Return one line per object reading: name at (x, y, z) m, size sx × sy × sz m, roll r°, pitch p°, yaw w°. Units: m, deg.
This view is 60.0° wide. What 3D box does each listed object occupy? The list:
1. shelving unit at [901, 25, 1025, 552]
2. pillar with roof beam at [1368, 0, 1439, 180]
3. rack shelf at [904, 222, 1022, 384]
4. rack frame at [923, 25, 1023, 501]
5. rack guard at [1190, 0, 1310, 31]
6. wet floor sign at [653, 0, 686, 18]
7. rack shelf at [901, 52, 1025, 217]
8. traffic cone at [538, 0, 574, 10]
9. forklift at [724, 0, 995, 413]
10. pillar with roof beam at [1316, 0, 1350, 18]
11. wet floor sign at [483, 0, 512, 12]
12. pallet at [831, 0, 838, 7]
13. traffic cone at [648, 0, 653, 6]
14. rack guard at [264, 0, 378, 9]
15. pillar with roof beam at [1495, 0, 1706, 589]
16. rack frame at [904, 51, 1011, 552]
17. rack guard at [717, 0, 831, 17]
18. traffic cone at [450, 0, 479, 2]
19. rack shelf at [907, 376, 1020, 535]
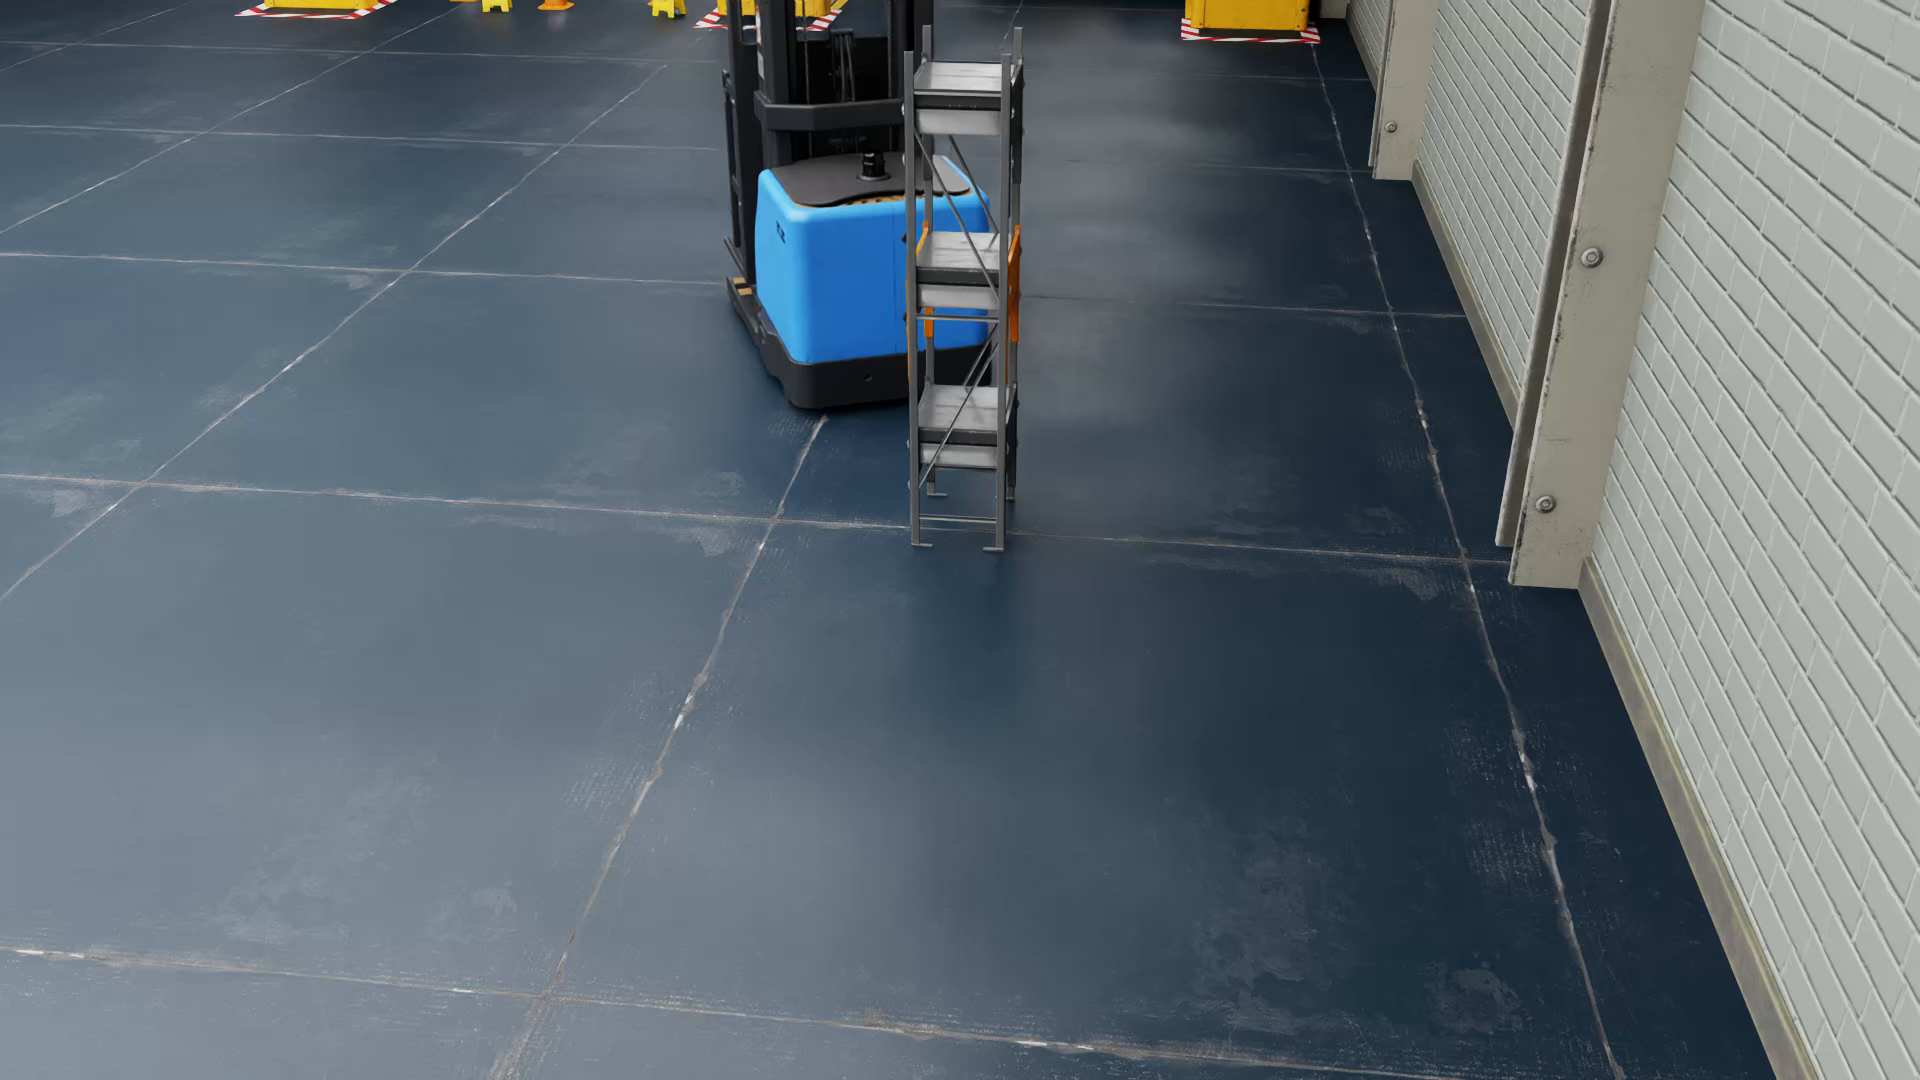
shelving unit at (0.020, -1.002, 6.897) m, size 0.431 × 2.100 × 0.503 m, roll 3°, pitch 28°, yaw 6°
pillar with roof beam at (-1.076, -6.935, 10.634) m, size 9.100 × 9.000 × 0.400 m, roll 3°, pitch 28°, yaw 6°
rack shelf at (0.020, -0.990, 6.903) m, size 0.431 × 0.518 × 0.480 m, roll 3°, pitch 28°, yaw 6°
rack frame at (0.050, -1.117, 7.110) m, size 0.400 × 2.100 × 0.015 m, roll 3°, pitch 28°, yaw 6°
rack guard at (2.949, -5.481, 16.896) m, size 1.175 × 0.500 × 0.348 m, roll 3°, pitch 28°, yaw 6°
wet floor sign at (-3.060, -5.815, 17.364) m, size 0.267 × 0.644 × 0.232 m, roll 14°, pitch 31°, yaw 24°
rack shelf at (0.020, -1.607, 6.571) m, size 0.431 × 0.518 × 0.480 m, roll 3°, pitch 28°, yaw 6°
traffic cone at (-4.346, -5.944, 17.796) m, size 0.336 × 0.463 × 0.334 m, roll 3°, pitch 28°, yaw 6°
forklift at (-0.728, -2.604, 8.993) m, size 1.130 × 2.935 × 3.031 m, roll -8°, pitch 29°, yaw -14°
pillar with roof beam at (-0.341, -9.759, 15.877) m, size 9.100 × 9.000 × 0.400 m, roll 3°, pitch 28°, yaw 6°
wet floor sign at (-4.938, -5.954, 17.622) m, size 0.267 × 0.644 × 0.232 m, roll -1°, pitch 28°, yaw -3°
pallet at (-1.831, -6.068, 18.290) m, size 1.003 × 0.211 × 1.213 m, roll 3°, pitch 28°, yaw 6°
traffic cone at (-3.203, -6.040, 17.973) m, size 0.336 × 0.463 × 0.334 m, roll 3°, pitch 28°, yaw 6°
rack guard at (-6.903, -6.007, 17.874) m, size 1.175 × 0.500 × 0.348 m, roll 3°, pitch 28°, yaw 6°
pillar with roof beam at (-1.811, -4.110, 5.392) m, size 9.100 × 9.000 × 0.400 m, roll 3°, pitch 28°, yaw 6°
rack frame at (-0.010, -0.887, 6.683) m, size 0.400 × 2.100 × 0.015 m, roll 3°, pitch 28°, yaw 6°
rack guard at (-1.966, -5.814, 17.516) m, size 1.175 × 0.500 × 0.348 m, roll 3°, pitch 28°, yaw 6°
traffic cone at (-5.426, -6.170, 18.214) m, size 0.336 × 0.463 × 0.334 m, roll 3°, pitch 28°, yaw 6°
rack shelf at (0.020, -0.374, 7.235) m, size 0.431 × 0.518 × 0.480 m, roll 3°, pitch 28°, yaw 6°
